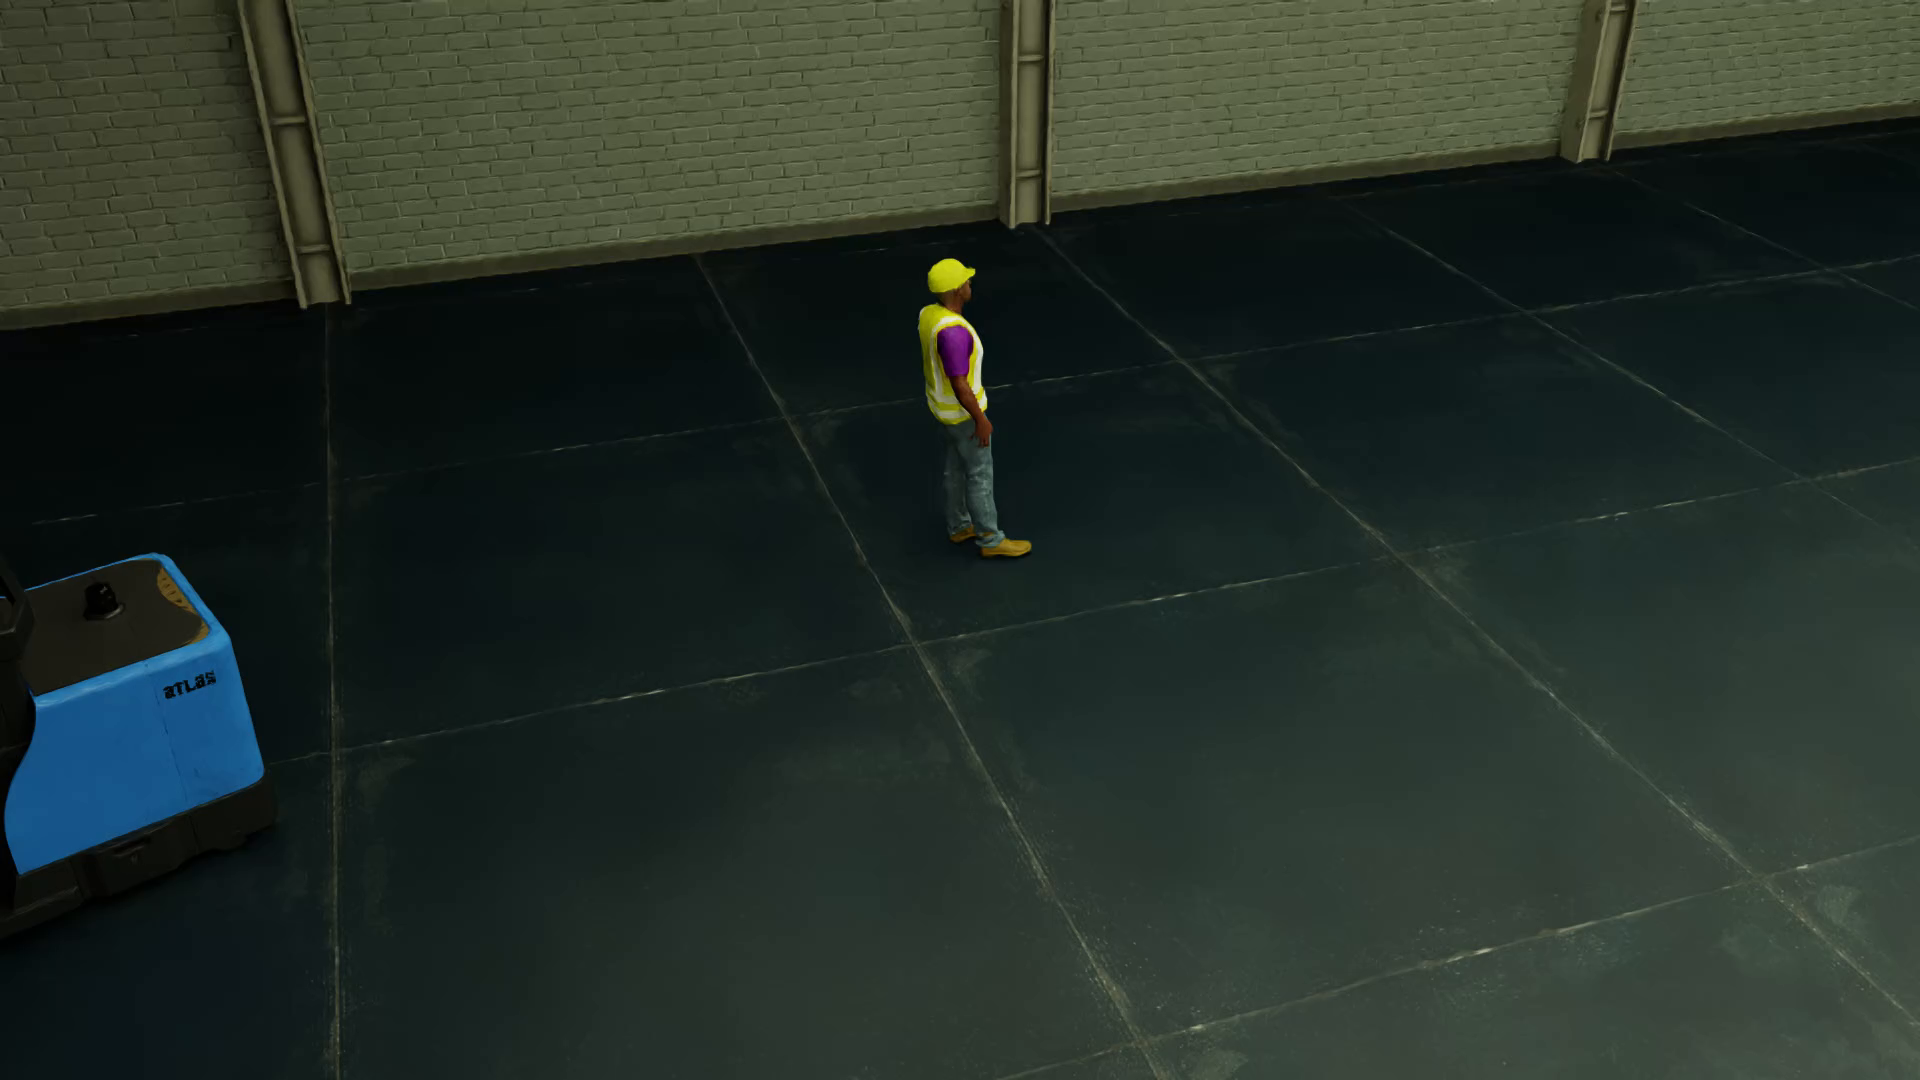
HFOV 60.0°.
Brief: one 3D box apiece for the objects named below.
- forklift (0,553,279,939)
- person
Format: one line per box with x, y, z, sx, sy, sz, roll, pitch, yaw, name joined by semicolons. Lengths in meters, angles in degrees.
-4.613;0.344;6.488;3.031;2.935;1.130;-22;36;-33;forklift
0.068;-0.780;9.597;0.576;1.766;0.665;-10;31;-16;person
